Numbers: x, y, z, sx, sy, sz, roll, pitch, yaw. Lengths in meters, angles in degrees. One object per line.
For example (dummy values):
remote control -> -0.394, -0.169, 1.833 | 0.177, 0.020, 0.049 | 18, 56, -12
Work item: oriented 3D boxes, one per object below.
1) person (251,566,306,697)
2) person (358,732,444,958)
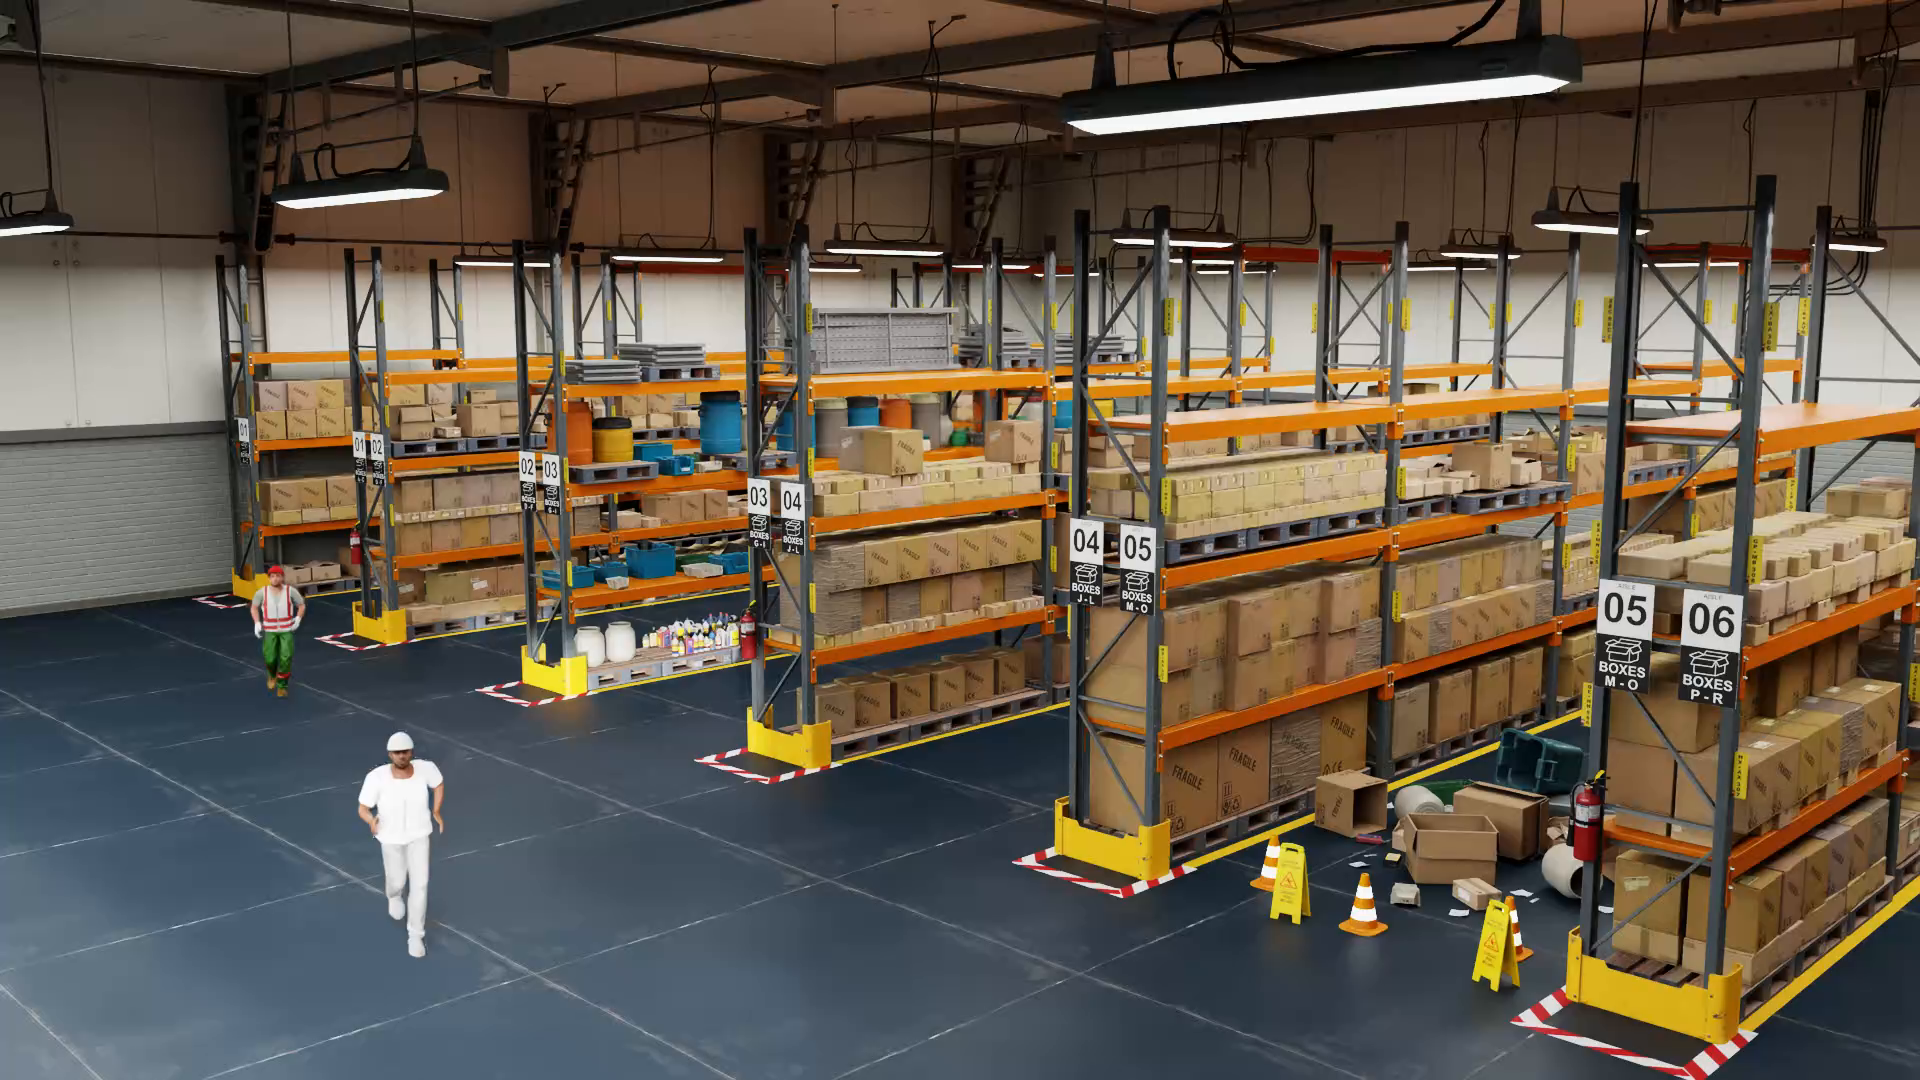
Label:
person -> -8.979, 1.199, 21.957 | 0.672, 1.750, 0.588 | -3, 9, -23
person -> -4.516, 2.399, 13.506 | 0.682, 1.762, 0.926 | -3, 9, -23
